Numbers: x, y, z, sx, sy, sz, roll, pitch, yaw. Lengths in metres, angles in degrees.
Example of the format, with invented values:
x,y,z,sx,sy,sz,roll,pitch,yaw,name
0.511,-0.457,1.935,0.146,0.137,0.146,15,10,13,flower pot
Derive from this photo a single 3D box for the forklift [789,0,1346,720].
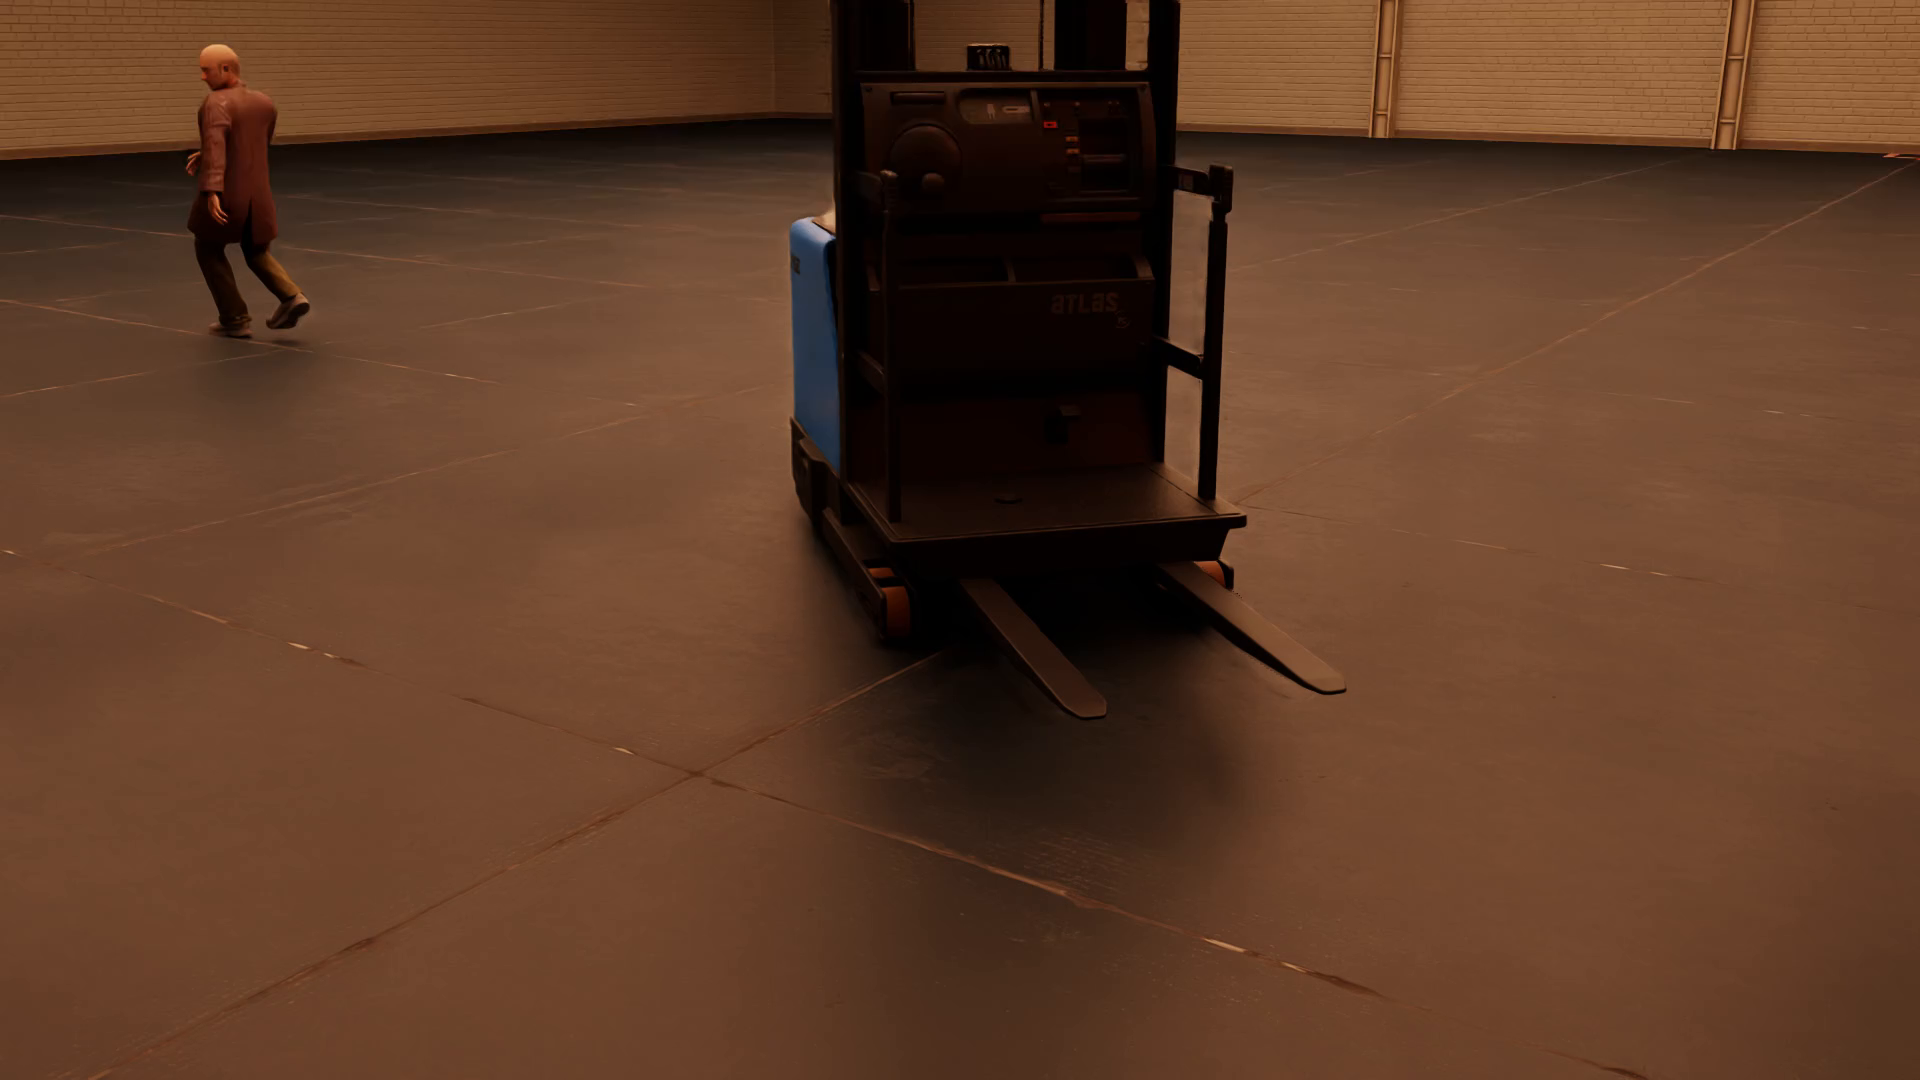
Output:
x,y,z,sx,sy,sz,roll,pitch,yaw,name
0.213,-1.226,4.934,1.130,2.935,3.031,-4,17,-14,forklift

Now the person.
x,y,z,sx,sy,sz,roll,pitch,yaw,name
-4.280,-2.027,9.773,0.774,1.704,0.689,12,20,34,person
